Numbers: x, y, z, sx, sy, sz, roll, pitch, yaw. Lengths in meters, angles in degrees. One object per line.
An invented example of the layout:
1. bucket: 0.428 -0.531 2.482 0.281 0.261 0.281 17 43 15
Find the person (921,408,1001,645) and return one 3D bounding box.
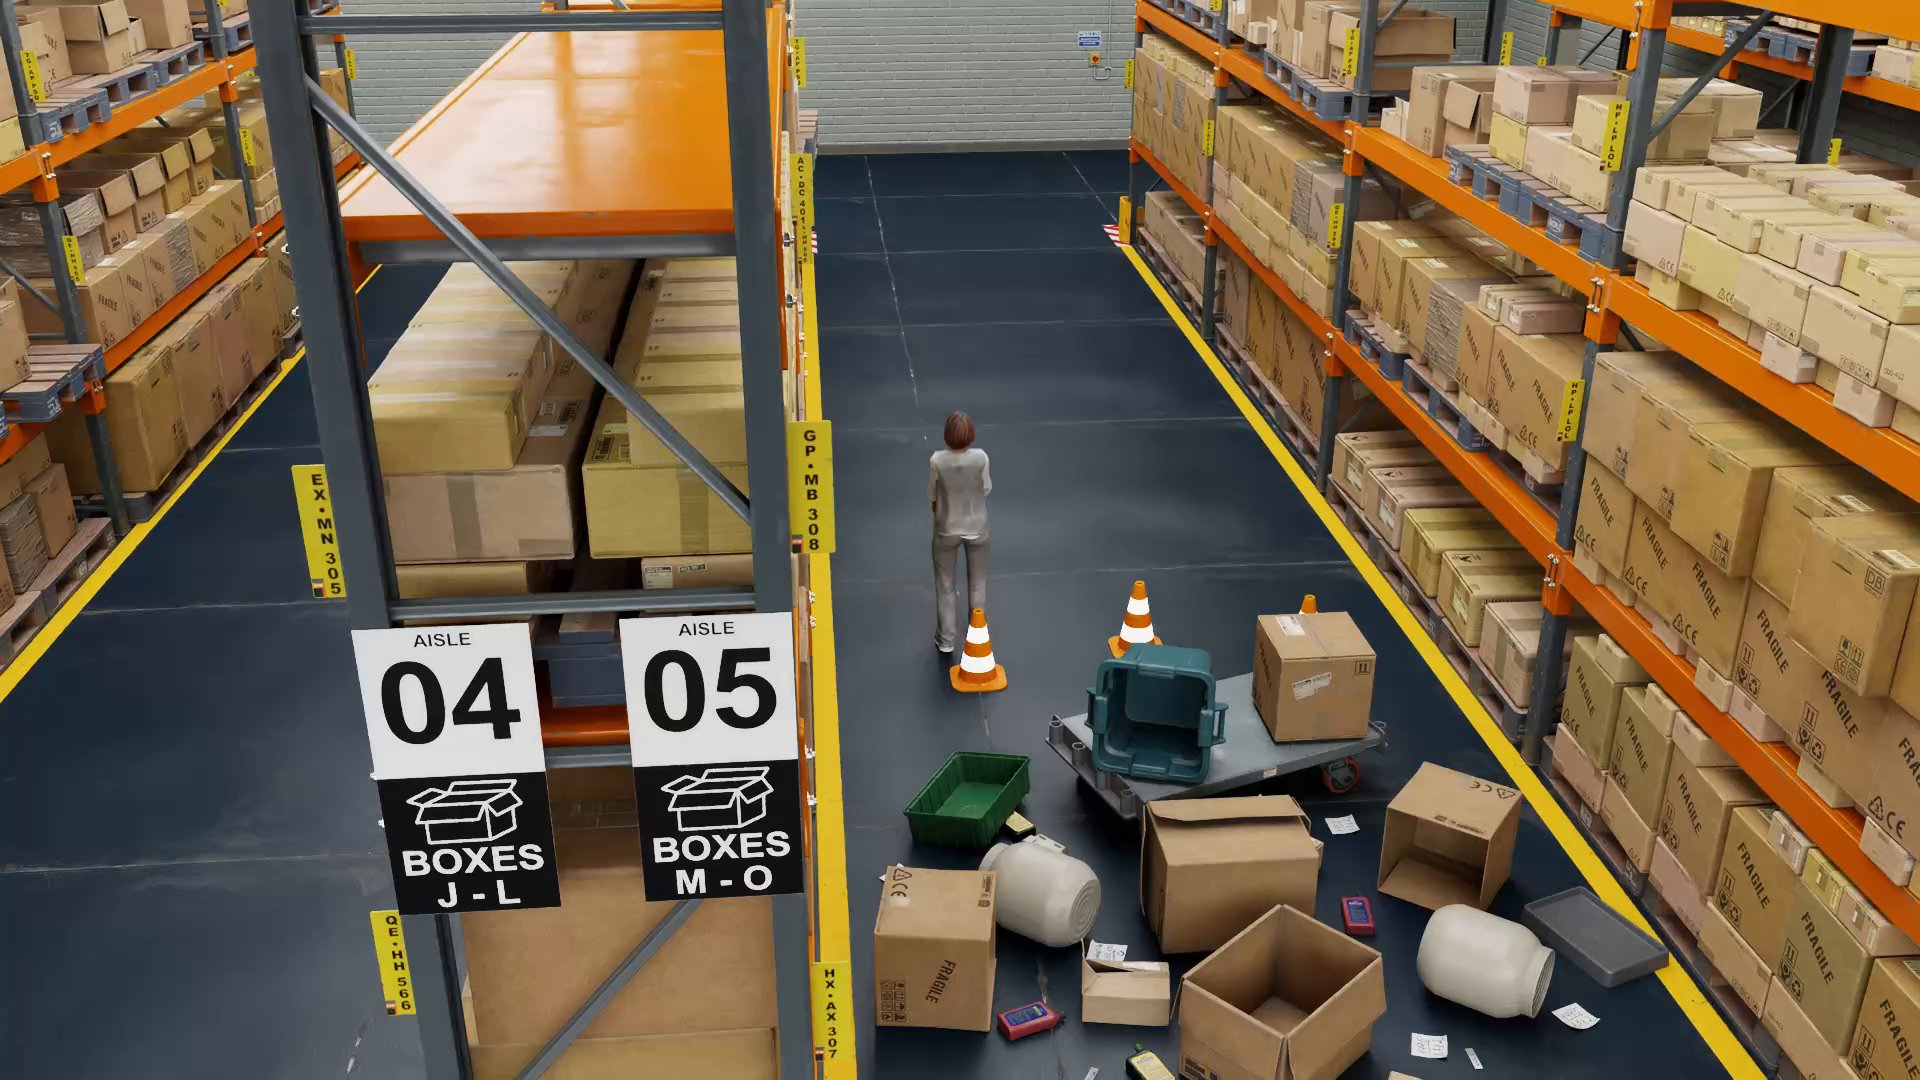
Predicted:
1. person: 0.009 -0.101 10.316 0.519 1.599 0.474 -3 24 -6
